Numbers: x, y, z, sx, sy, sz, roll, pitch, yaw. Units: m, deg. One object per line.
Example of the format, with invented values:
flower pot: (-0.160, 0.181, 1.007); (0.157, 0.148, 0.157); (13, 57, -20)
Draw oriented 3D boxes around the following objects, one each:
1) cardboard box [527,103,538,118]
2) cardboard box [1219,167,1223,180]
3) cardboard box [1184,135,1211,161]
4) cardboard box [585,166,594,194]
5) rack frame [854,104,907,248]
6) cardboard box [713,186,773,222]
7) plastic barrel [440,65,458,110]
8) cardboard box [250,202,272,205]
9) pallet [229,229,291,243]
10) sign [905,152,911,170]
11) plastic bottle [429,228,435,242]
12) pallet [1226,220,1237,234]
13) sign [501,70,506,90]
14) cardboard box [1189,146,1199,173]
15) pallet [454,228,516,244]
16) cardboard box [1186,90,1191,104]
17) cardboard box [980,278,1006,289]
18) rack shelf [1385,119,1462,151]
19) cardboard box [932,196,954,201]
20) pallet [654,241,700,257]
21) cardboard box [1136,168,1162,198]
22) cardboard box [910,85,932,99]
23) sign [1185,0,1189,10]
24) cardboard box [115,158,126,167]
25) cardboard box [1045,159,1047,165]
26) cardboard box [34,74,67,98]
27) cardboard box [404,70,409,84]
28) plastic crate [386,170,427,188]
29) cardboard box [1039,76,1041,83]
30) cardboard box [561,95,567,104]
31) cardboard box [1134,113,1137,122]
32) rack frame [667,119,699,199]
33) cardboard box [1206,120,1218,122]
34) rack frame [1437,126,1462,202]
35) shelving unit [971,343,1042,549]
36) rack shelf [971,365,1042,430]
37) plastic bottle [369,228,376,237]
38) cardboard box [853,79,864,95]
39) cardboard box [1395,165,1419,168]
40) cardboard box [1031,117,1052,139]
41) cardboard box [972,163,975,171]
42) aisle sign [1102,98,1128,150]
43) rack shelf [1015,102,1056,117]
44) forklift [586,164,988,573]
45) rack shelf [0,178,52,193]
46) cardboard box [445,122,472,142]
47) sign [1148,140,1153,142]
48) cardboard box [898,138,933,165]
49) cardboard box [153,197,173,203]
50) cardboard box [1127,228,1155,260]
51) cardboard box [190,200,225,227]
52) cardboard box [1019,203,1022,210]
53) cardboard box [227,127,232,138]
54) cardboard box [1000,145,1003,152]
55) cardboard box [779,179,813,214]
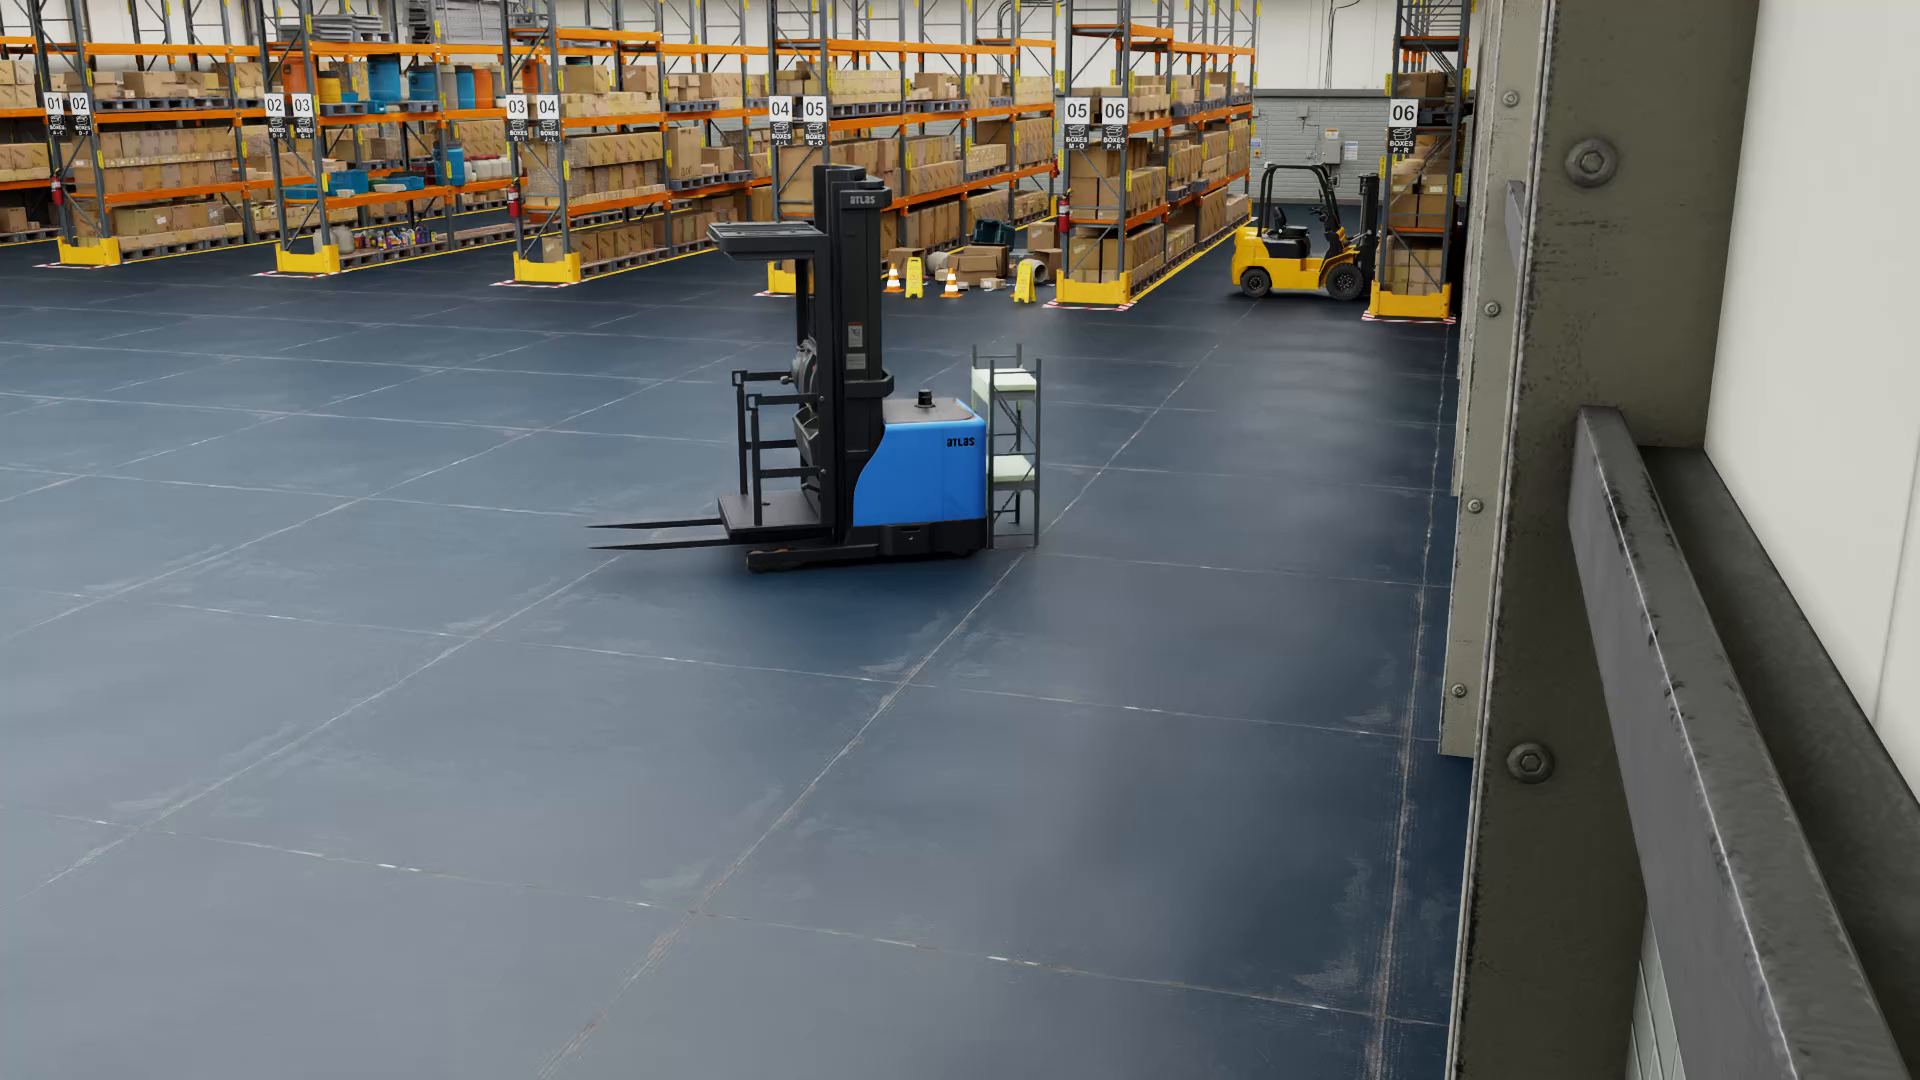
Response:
cardboard box: (-7.474, -7.570, 29.297); (0.500, 0.250, 0.500); (5, 17, 17)
cardboard box: (5.513, -8.082, 36.600); (0.500, 0.250, 0.500); (4, 16, 15)
cardboard box: (4.914, -8.147, 34.540); (0.500, 0.500, 0.500); (5, 16, 16)
cardboard box: (-7.157, -6.526, 30.112); (0.875, 0.500, 0.500); (5, 16, 16)
rack frame: (-1.504, -6.688, 31.412); (1.000, 3.000, 0.127); (5, 16, 16)
cardboard box: (-4.878, -7.505, 37.415); (1.225, 0.875, 0.875); (4, 16, 13)
plastic barrel: (-10.857, -9.489, 34.870); (0.600, 0.901, 0.600); (0, 16, 0)
cardboard box: (-15.601, -7.413, 37.208); (0.500, 0.311, 0.500); (5, 16, 16)
pallet: (-15.555, -6.723, 36.644); (1.003, 0.211, 1.213); (5, 16, 16)
sign: (-0.971, -7.100, 31.133); (0.100, 0.325, 0.005); (5, 16, 16)
plastic bottle: (-10.800, -6.237, 33.993); (0.061, 0.283, 0.133); (5, 17, 19)
pallet: (5.836, -7.275, 38.592); (1.003, 0.211, 1.213); (5, 16, 16)
sign: (-7.894, -7.970, 28.812); (0.100, 0.325, 0.005); (5, 16, 16)
cardboard box: (4.409, -7.494, 32.755); (0.500, 0.500, 0.500); (4, 16, 15)
pallet: (-10.448, -6.671, 36.460); (1.003, 0.211, 1.213); (5, 16, 16)
cardboard box: (3.965, -8.158, 30.604); (0.500, 0.250, 0.500); (4, 16, 15)
cardboard box: (0.570, -4.412, 28.612); (0.250, 0.149, 0.380); (-15, 21, -41)
rack shelf: (7.463, -6.521, 26.643); (1.077, 0.370, 4.000); (5, 16, 16)
cardboard box: (-0.424, -7.294, 35.986); (0.500, 0.250, 0.500); (4, 16, 15)
pallet: (-6.010, -5.962, 33.961); (1.003, 0.211, 1.213); (5, 16, 16)
cardboard box: (3.244, -6.251, 29.144); (0.500, 0.500, 0.500); (5, 17, 18)
cardboard box: (-0.769, -8.790, 32.619); (0.396, 0.266, 0.258); (5, 16, 16)
sign: (5.019, -11.885, 36.738); (0.100, 0.325, 0.005); (5, 16, 16)
cardboard box: (-16.473, -7.337, 32.329); (0.380, 0.149, 0.250); (4, 16, 14)
cardboard box: (1.978, -9.537, 41.918); (0.380, 0.149, 0.250); (5, 16, 16)
cardboard box: (-20.246, -10.082, 36.927); (0.500, 0.500, 0.500); (7, 17, 24)
cardboard box: (-13.836, -11.400, 41.392); (0.600, 0.600, 0.600); (4, 16, 15)
plastic crate: (-11.250, -7.326, 33.776); (0.767, 0.338, 0.504); (5, 16, 16)
cardboard box: (1.757, -11.258, 40.654); (0.380, 0.149, 0.250); (4, 16, 15)
cardboard box: (-7.067, -7.670, 28.920); (0.380, 0.149, 0.250); (5, 16, 15)
cardboard box: (2.637, -6.810, 26.807); (0.380, 0.149, 0.250); (5, 17, 17)
rack frame: (-7.569, -10.623, 45.284); (1.000, 3.000, 0.127); (5, 16, 16)
cardboard box: (5.932, -9.902, 39.538); (0.380, 0.149, 0.250); (5, 17, 16)
rack frame: (11.441, -9.086, 39.867); (1.000, 3.000, 0.127); (5, 16, 16)
shelving unit: (0.361, -0.759, 13.256); (0.431, 1.500, 0.755); (-3, 16, -9)
rack shelf: (0.361, -1.134, 13.150); (0.431, 0.370, 0.720); (-3, 16, -9)
plastic bottle: (-11.781, -6.081, 33.320); (0.144, 0.351, 0.185); (4, 16, 15)
cardboard box: (-1.971, -7.777, 28.532); (0.500, 0.250, 0.500); (4, 16, 15)
cardboard box: (7.385, -6.118, 27.483); (0.380, 0.149, 0.250); (4, 16, 15)
cardboard box: (2.015, -10.361, 41.800); (0.500, 0.500, 0.500); (4, 16, 15)
cardboard box: (0.106, -8.058, 35.933); (0.380, 0.149, 0.250); (5, 17, 19)
aisle sign: (2.414, -6.495, 25.966); (0.394, 0.787, 0.004); (5, 16, 16)
rack shelf: (1.338, -10.401, 40.325); (1.077, 0.370, 4.000); (5, 16, 16)
forklift: (-1.360, -1.323, 12.622); (3.031, 2.935, 1.130); (-4, 16, -13)
rack shelf: (-21.046, -7.382, 35.178); (1.077, 0.370, 4.000); (5, 16, 16)
cardboard box: (-13.050, -10.592, 43.160); (0.500, 0.500, 0.500); (5, 17, 17)
sign: (3.875, -7.977, 33.833); (0.100, 0.325, 0.005); (5, 16, 16)
cardboard box: (-0.935, -7.747, 33.128); (0.700, 0.500, 0.500); (4, 16, 15)
cardboard box: (-19.496, -8.115, 40.217); (0.700, 0.500, 0.500); (5, 17, 17)
cardboard box: (3.073, -5.128, 28.808); (0.500, 0.500, 0.500); (6, 17, 19)
cardboard box: (-15.803, -6.840, 34.844); (0.500, 0.500, 0.500); (5, 16, 16)
cardboard box: (1.280, -8.035, 40.070); (0.380, 0.149, 0.250); (4, 16, 13)
cardboard box: (-18.674, -10.230, 41.761); (0.500, 0.250, 0.500); (5, 17, 16)
cardboard box: (0.767, -8.958, 38.016); (0.380, 0.149, 0.250); (4, 16, 14)
cardboard box: (-2.578, -5.814, 28.057); (0.875, 0.550, 0.550); (5, 16, 16)
